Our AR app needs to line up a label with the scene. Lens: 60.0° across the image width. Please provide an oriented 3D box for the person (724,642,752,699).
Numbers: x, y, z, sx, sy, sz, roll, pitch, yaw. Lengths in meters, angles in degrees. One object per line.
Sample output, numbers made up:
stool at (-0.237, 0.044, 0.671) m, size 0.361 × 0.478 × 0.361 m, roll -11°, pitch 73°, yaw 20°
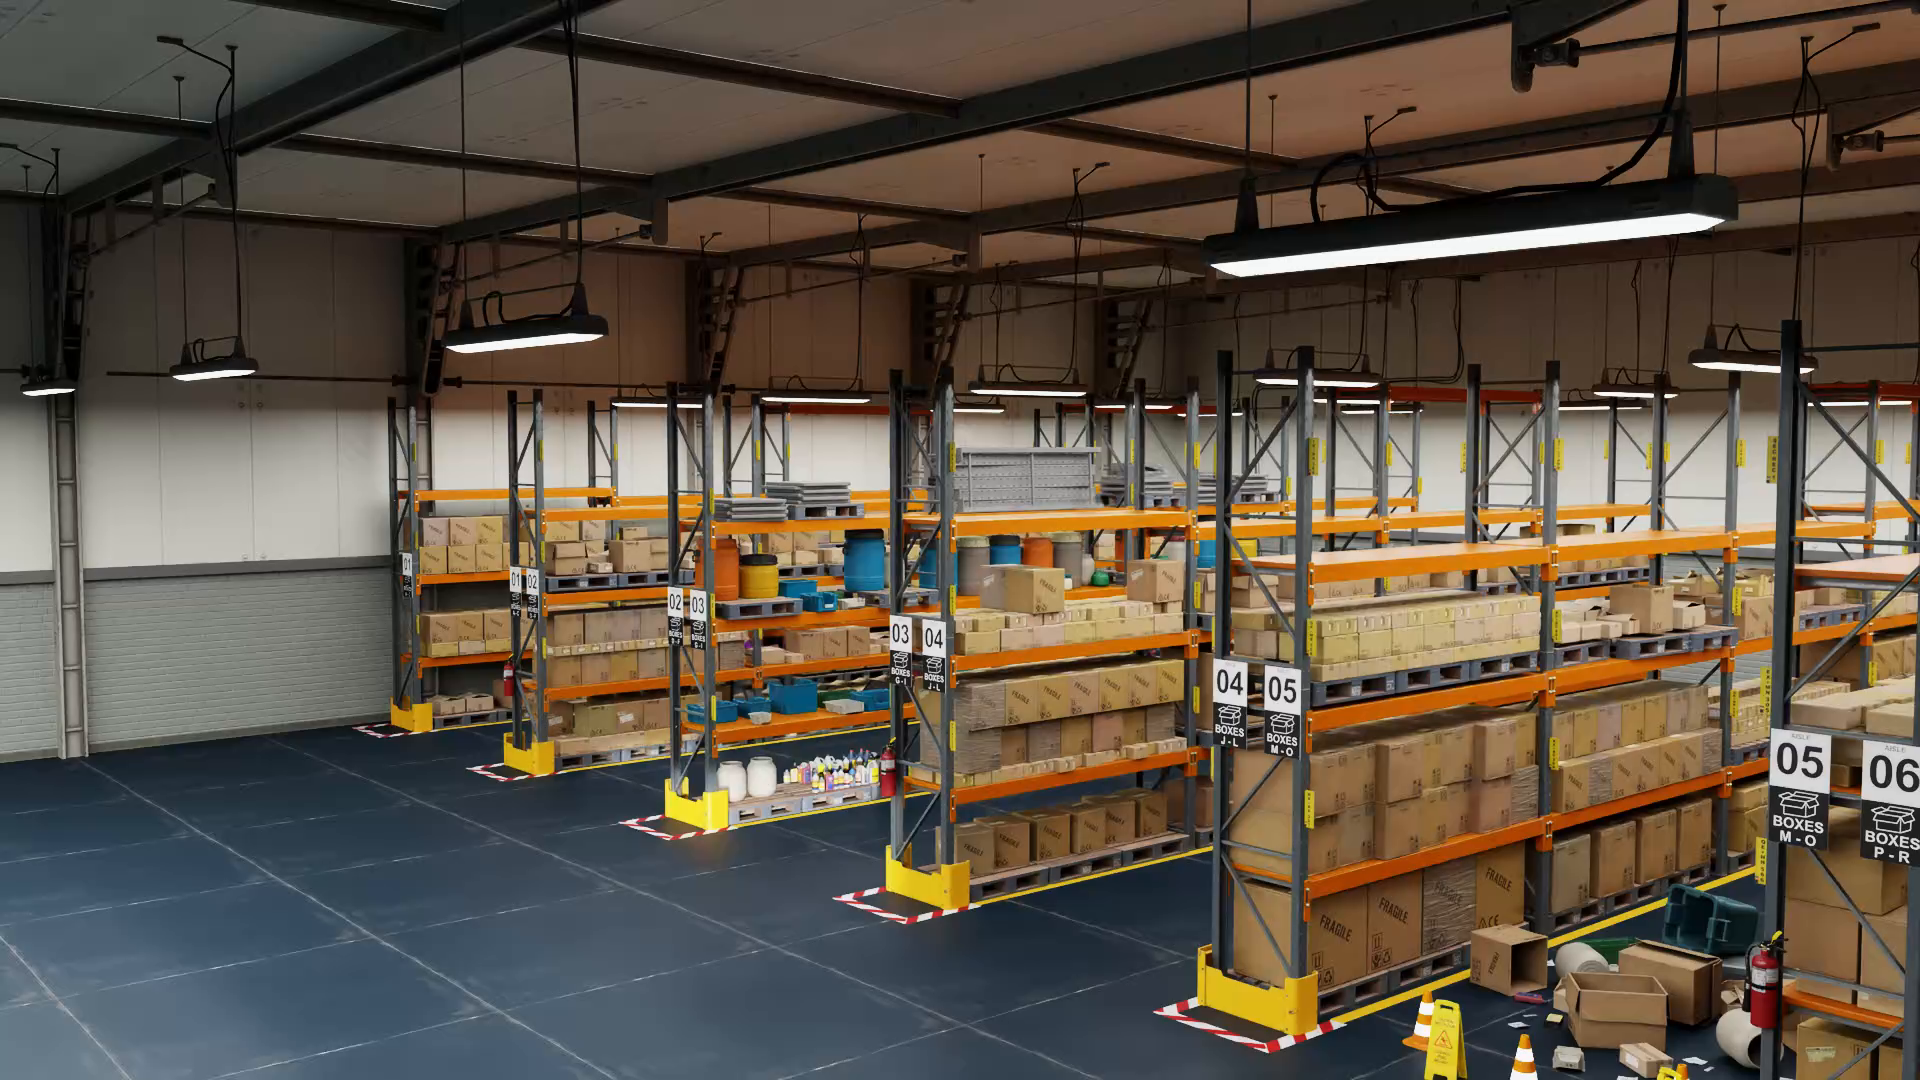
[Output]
person at (-4.286, 2.467, 31.322) m, size 0.723 × 1.716 × 0.751 m, roll 3°, pitch 4°, yaw 42°

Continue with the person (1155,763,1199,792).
person at (3.174, 2.980, 24.394) m, size 0.964 × 1.617 × 0.615 m, roll -3°, pitch 4°, yaw -38°
